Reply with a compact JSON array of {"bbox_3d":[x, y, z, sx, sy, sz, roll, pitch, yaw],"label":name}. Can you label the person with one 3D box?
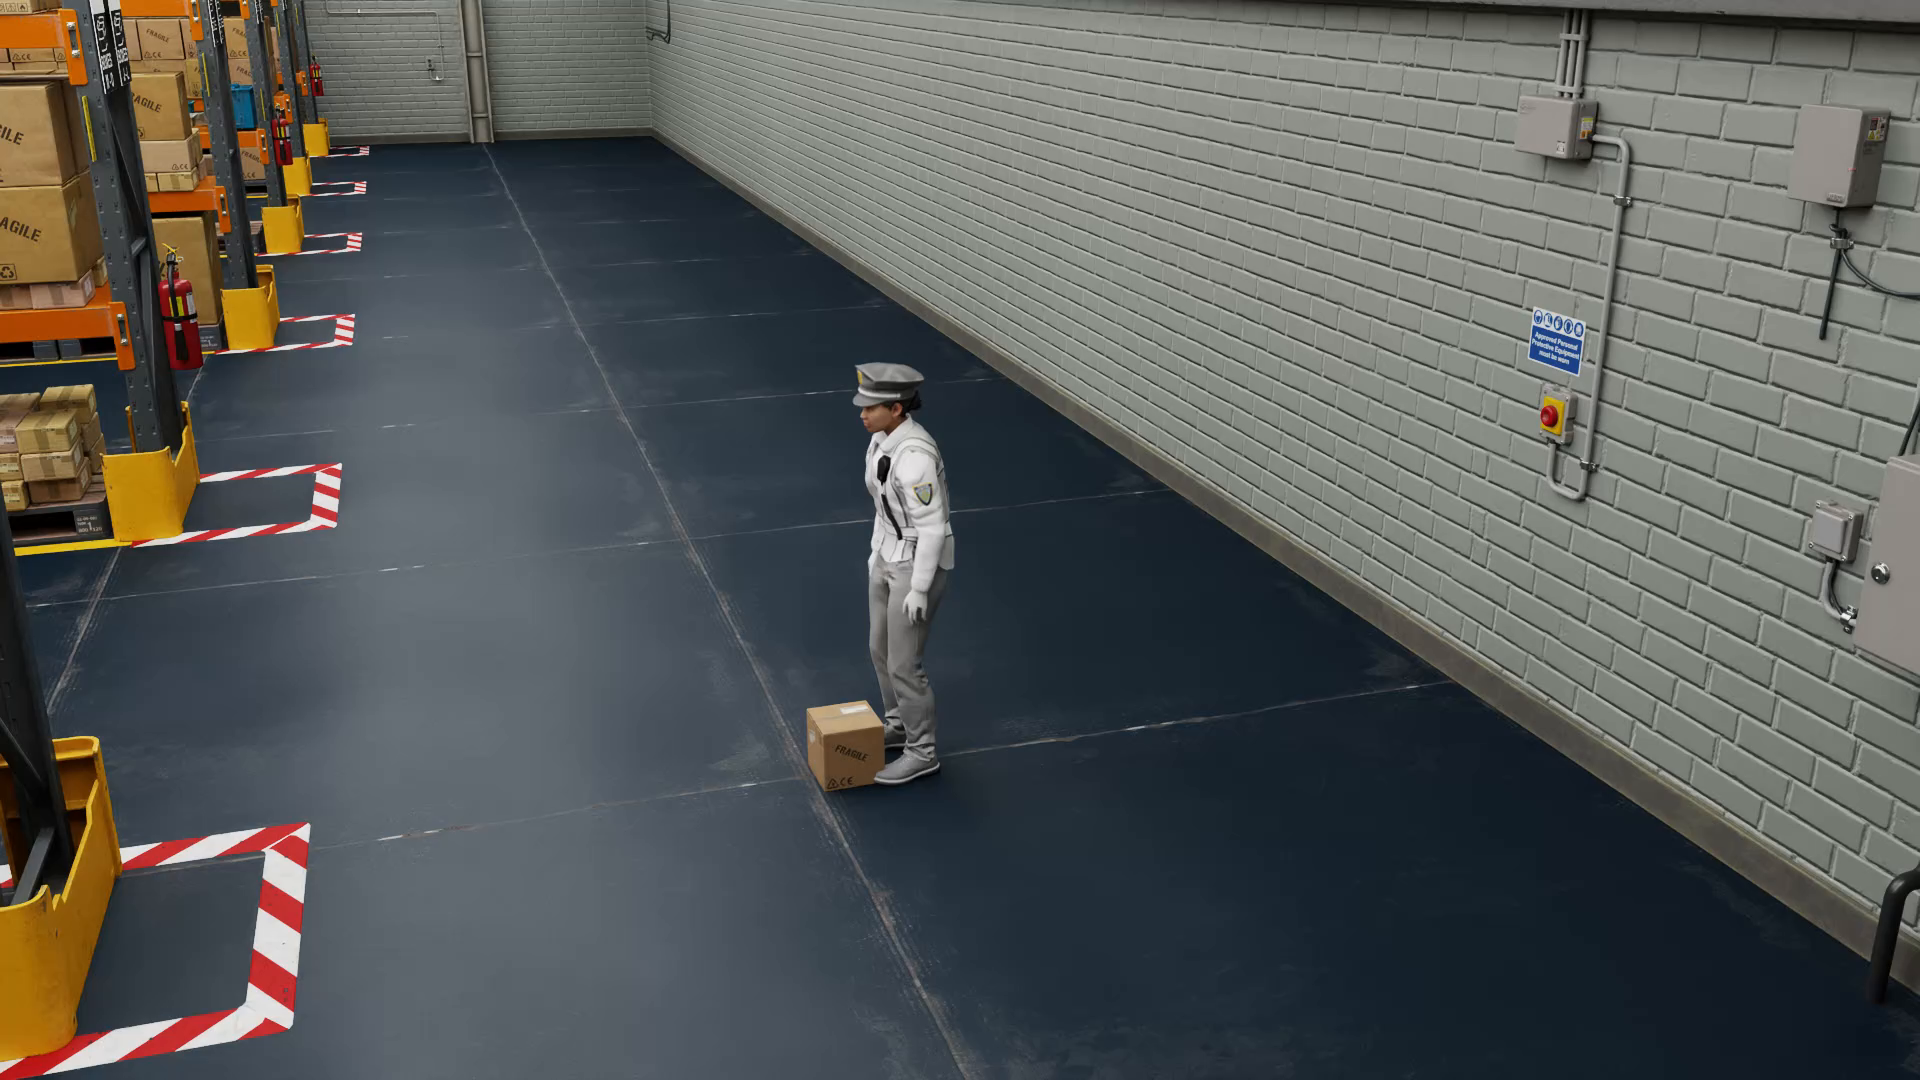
[{"bbox_3d":[-0.225,0.123,6.444,0.374,1.661,0.532,-7,21,-20],"label":"person"}]
